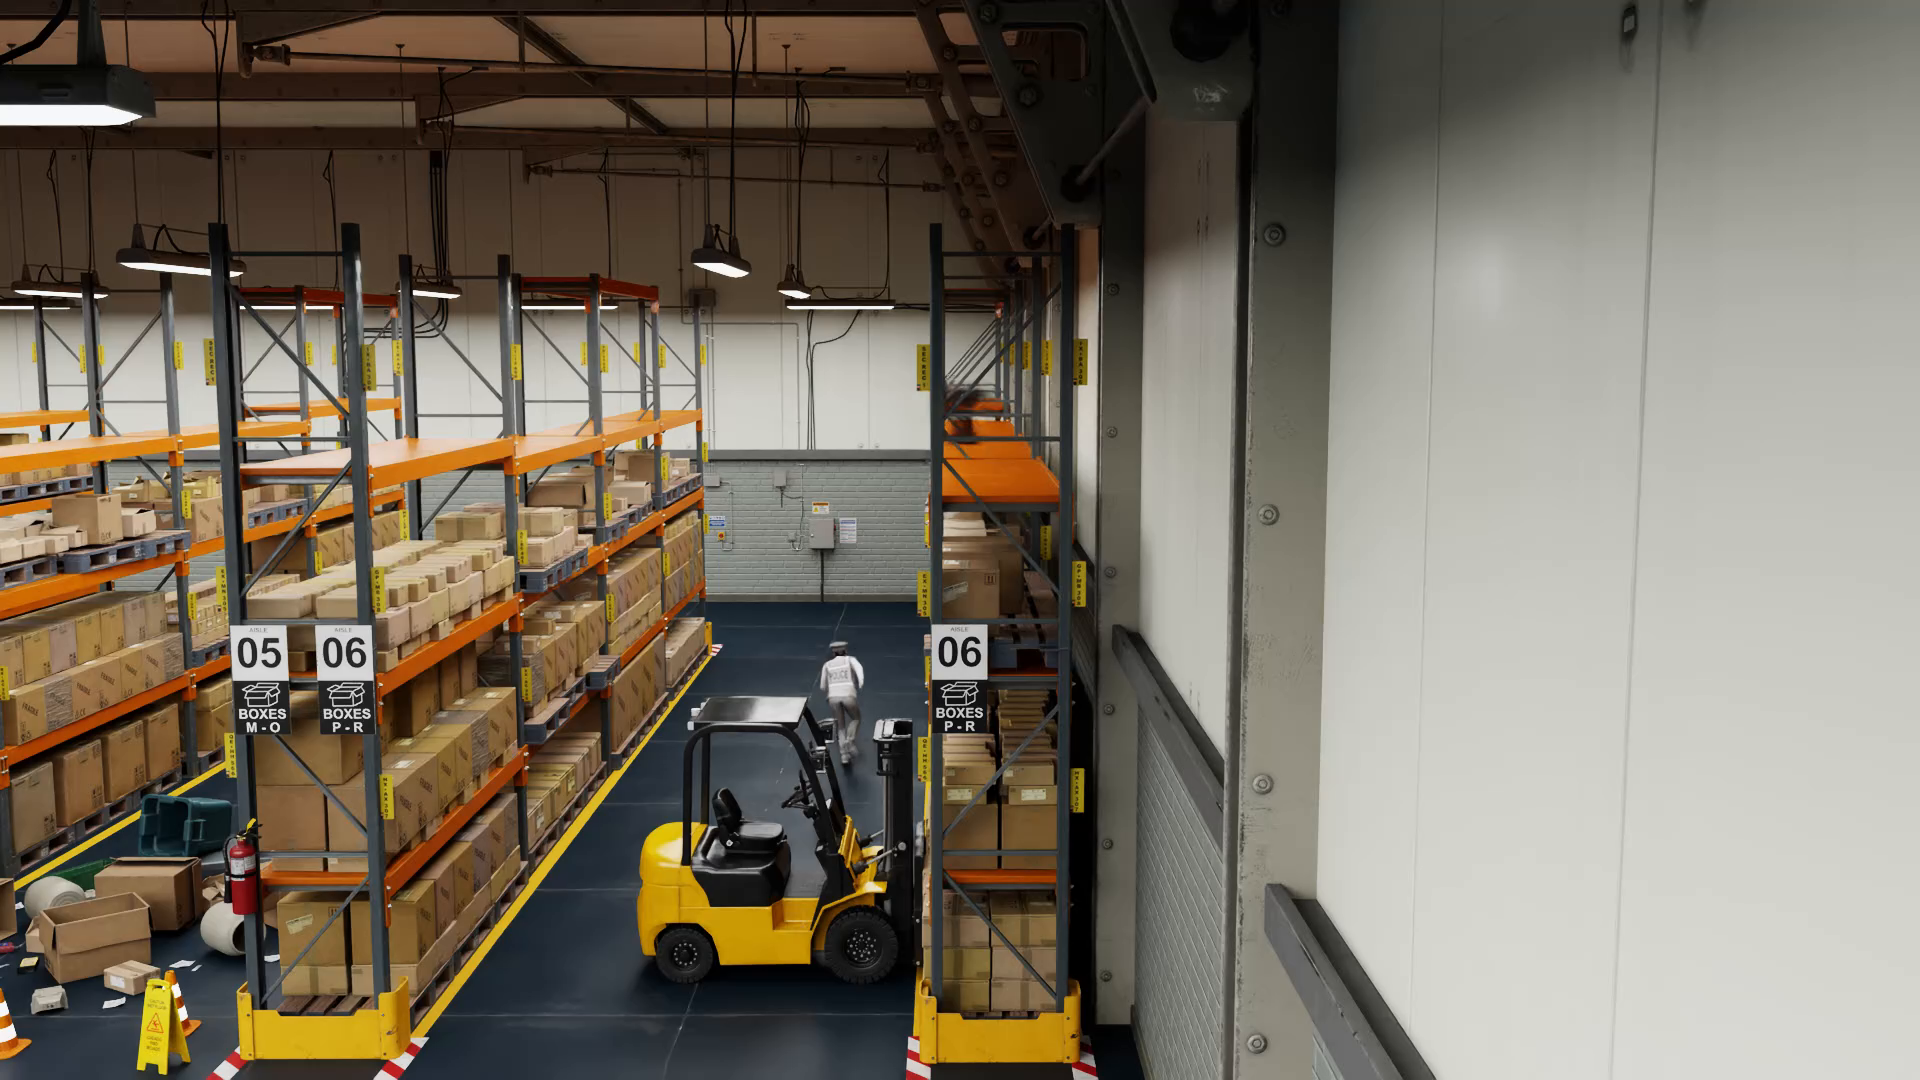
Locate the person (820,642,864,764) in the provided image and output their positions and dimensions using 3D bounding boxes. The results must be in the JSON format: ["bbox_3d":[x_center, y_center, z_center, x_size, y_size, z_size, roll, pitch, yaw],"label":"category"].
[{"bbox_3d":[-1.464,2.024,20.812,0.622,1.426,0.946,0,7,4],"label":"person"}]
